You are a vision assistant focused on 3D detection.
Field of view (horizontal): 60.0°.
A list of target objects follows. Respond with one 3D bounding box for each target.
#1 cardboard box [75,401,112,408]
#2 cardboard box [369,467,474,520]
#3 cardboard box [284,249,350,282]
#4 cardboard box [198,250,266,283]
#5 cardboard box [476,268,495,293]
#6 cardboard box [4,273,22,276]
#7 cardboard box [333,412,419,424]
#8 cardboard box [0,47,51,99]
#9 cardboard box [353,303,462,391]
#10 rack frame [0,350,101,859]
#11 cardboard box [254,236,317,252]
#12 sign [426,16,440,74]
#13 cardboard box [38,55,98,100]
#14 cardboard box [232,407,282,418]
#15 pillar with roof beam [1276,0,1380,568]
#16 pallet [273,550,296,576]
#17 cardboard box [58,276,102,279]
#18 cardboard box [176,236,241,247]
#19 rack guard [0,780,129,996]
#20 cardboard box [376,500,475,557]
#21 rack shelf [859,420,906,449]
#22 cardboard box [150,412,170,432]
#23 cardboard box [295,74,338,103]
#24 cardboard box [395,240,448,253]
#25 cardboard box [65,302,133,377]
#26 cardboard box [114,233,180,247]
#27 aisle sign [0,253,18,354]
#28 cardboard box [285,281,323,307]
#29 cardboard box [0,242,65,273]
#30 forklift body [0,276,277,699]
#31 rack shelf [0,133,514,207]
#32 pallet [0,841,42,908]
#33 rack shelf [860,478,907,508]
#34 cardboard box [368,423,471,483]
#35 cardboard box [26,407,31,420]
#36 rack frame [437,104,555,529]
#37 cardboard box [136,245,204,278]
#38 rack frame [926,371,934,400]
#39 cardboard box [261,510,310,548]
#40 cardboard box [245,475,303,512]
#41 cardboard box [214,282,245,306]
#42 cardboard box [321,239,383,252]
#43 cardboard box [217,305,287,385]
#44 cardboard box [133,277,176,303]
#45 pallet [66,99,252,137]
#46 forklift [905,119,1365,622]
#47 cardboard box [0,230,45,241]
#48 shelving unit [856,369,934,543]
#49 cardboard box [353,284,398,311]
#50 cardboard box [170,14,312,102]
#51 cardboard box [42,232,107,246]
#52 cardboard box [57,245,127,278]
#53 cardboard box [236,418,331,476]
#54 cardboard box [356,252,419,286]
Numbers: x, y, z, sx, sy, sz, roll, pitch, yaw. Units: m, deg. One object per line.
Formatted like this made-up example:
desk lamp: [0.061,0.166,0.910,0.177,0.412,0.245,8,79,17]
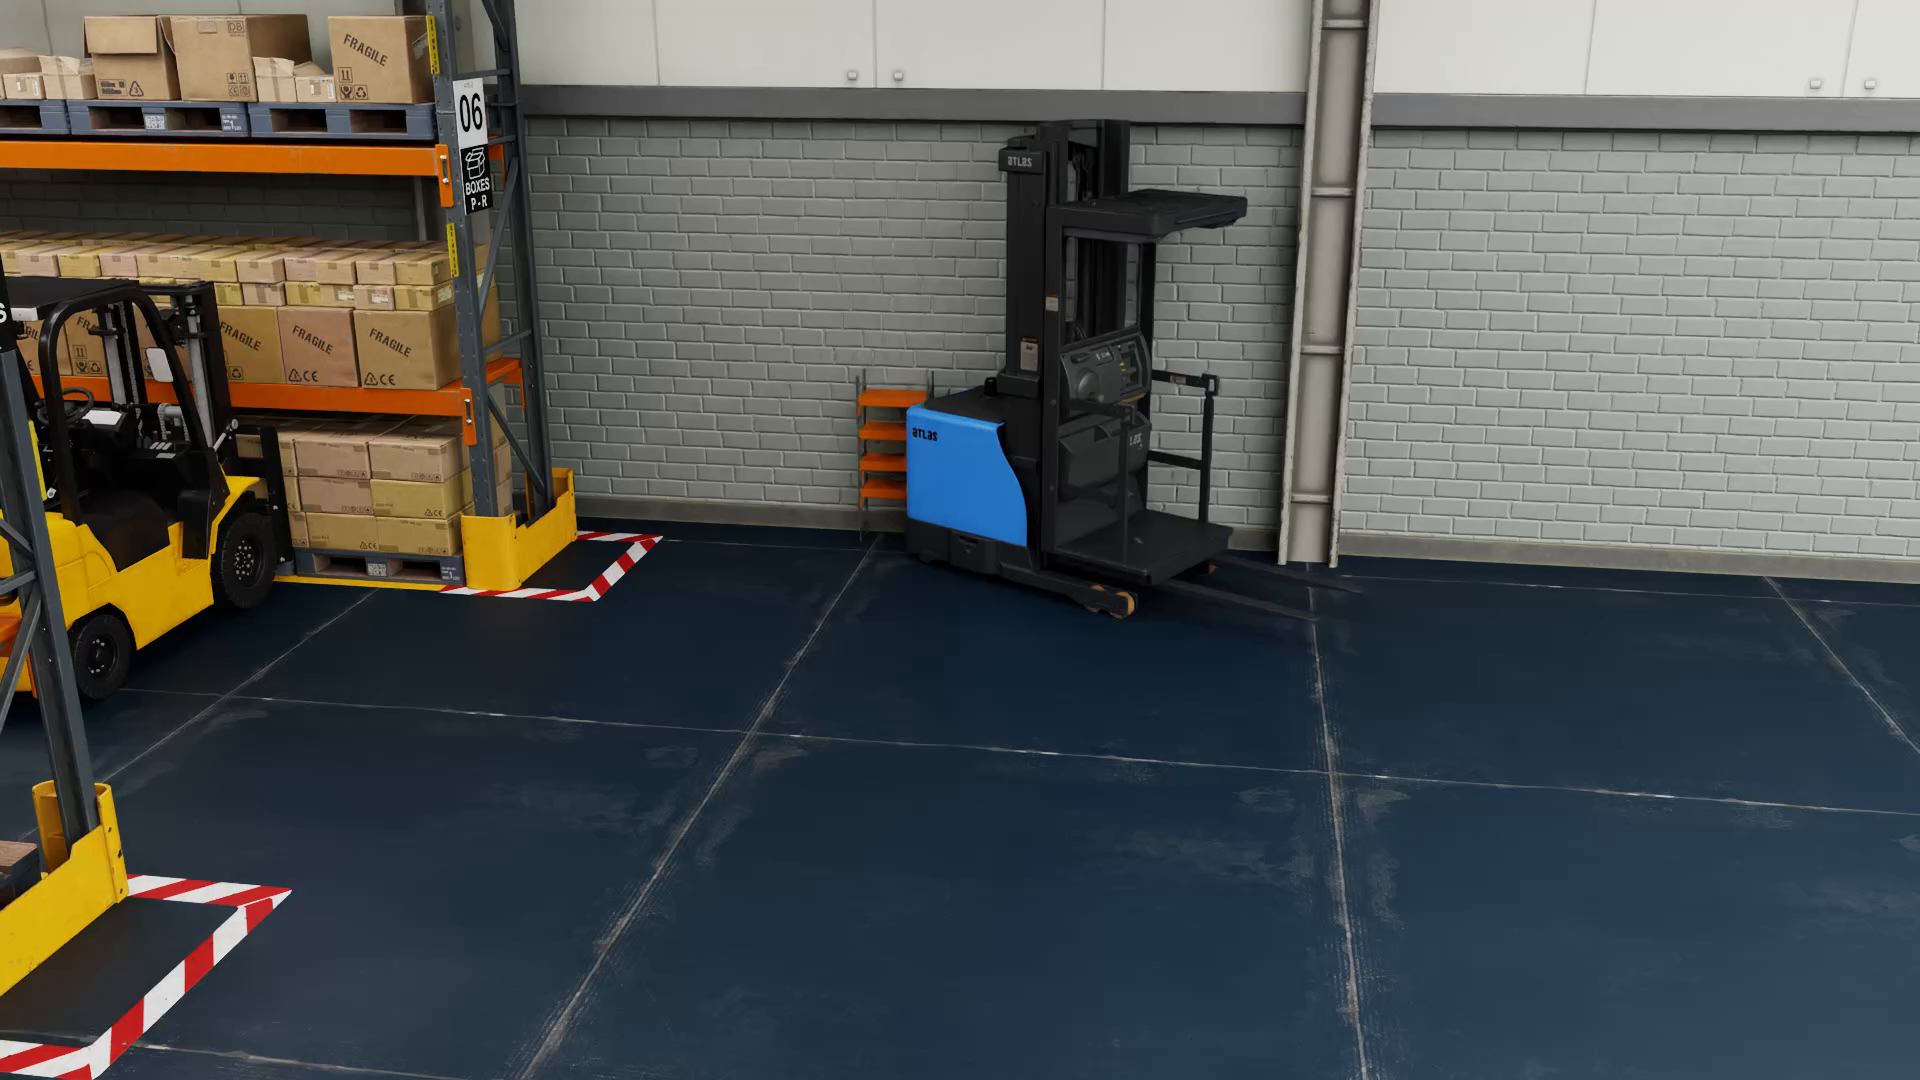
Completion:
cardboard box: [-5.931,-0.865,11.756,0.500,0.250,0.500,3,19,8]
cardboard box: [-3.531,-0.338,10.969,0.500,0.250,0.500,3,19,8]
cardboard box: [-4.133,-1.770,10.718,0.250,0.149,0.380,3,19,9]
cardboard box: [-4.664,-1.760,10.687,0.250,0.149,0.380,3,19,10]
cardboard box: [-3.295,-1.732,11.074,0.250,0.149,0.380,2,19,7]
cardboard box: [-6.160,-1.720,11.037,0.250,0.149,0.380,3,19,9]
cardboard box: [-3.940,-0.756,11.431,0.500,0.250,0.500,3,19,9]
cardboard box: [-6.168,-2.989,10.603,0.500,0.311,0.500,3,19,10]
cardboard box: [-3.529,-1.269,10.711,0.500,0.500,0.500,3,19,7]
rack frame: [-3.785,0.276,6.250,0.127,3.000,1.000,3,19,9]
cardboard box: [-4.564,-1.958,11.280,0.250,0.149,0.380,2,19,7]
sign: [-3.101,-2.915,9.789,0.005,0.325,0.100,3,19,9]
cardboard box: [-5.533,-2.916,10.455,0.258,0.266,0.396,2,19,7]
cardboard box: [-4.936,-0.812,11.600,0.500,0.250,0.500,3,19,8]
pillar with roof beam: [1.696,-2.791,5.962,0.400,9.000,9.100,3,19,9]
pallet: [-4.964,-0.044,11.602,1.213,0.211,1.003,3,19,9]
cardboard box: [-5.669,-1.671,10.889,0.250,0.149,0.380,3,19,8]
cardboard box: [-5.083,-1.958,11.279,0.250,0.149,0.380,3,19,10]
rack guard: [-3.860,1.458,6.658,0.348,0.500,1.175,3,19,9]
cardboard box: [-3.515,-0.099,11.043,0.500,0.250,0.500,3,19,9]
rack shelf: [-0.444,-0.725,11.586,0.480,0.148,0.258,3,19,8]
cardboard box: [-5.526,-0.677,11.194,0.500,0.250,0.500,4,19,11]
cardboard box: [-3.867,-2.776,10.220,0.250,0.149,0.380,2,19,7]
cardboard box: [-3.551,-1.892,11.082,0.250,0.149,0.380,4,19,11]
cardboard box: [-5.537,-1.378,11.035,0.500,0.500,0.500,3,19,8]
cardboard box: [-5.573,-2.008,11.428,0.250,0.149,0.380,3,19,8]
aisle sign: [-3.674,-1.051,6.119,0.004,0.787,0.394,3,19,9]
cardboard box: [-4.134,-1.616,10.724,0.250,0.149,0.380,3,19,8]
cardboard box: [-6.157,-1.873,11.024,0.250,0.149,0.380,3,19,8]
forklift body: [-5.163,-0.400,9.610,1.214,2.155,2.313,3,19,9]
rack shelf: [-4.976,-2.461,10.838,4.000,0.370,1.077,3,19,9]
pallet: [-4.656,1.543,6.860,1.213,0.211,1.003,3,19,9]
rack shelf: [-0.444,-0.325,11.719,0.480,0.148,0.258,3,19,8]
cardboard box: [-3.505,-0.574,10.887,0.500,0.250,0.500,4,19,10]
cardboard box: [-6.523,-0.727,11.345,0.500,0.250,0.500,3,19,8]
rack frame: [-3.001,-1.279,10.899,0.127,3.000,1.000,3,19,9]
cardboard box: [-5.149,-1.820,10.868,0.250,0.149,0.380,3,19,9]
rack frame: [-0.203,-0.565,11.601,0.015,1.200,0.240,3,19,8]
cardboard box: [-4.497,-0.155,11.210,0.500,0.250,0.500,3,19,9]
cardboard box: [-4.538,-0.386,11.113,0.500,0.250,0.500,2,19,7]
cardboard box: [-4.658,-1.621,10.740,0.250,0.149,0.380,3,19,9]
cardboard box: [-4.057,-1.909,11.132,0.250,0.149,0.380,3,19,9]
cardboard box: [-4.545,-1.324,10.874,0.500,0.500,0.500,3,19,8]
cardboard box: [-5.154,-1.653,10.836,0.250,0.149,0.380,3,19,8]
pallet: [-4.903,-2.764,10.748,1.213,0.211,1.003,3,19,9]
forklift: [1.093,-1.090,10.442,3.031,2.935,1.130,14,23,36]
cardboard box: [-6.587,-2.055,11.569,0.250,0.149,0.380,3,19,9]
shelving unit: [-0.444,-0.577,11.635,0.503,1.200,0.258,3,19,8]
cardboard box: [-3.645,-1.567,10.580,0.250,0.149,0.380,3,19,10]
cardboard box: [-4.472,-3.024,10.410,0.500,0.500,0.700,3,19,9]
cardboard box: [-6.083,-2.020,11.465,0.250,0.149,0.380,3,19,8]
cardboard box: [-5.659,-1.823,10.875,0.250,0.149,0.380,3,19,8]
cardboard box: [-4.510,-0.620,11.025,0.500,0.250,0.500,3,19,9]
cardboard box: [-3.637,-1.730,10.597,0.250,0.149,0.380,3,19,9]
